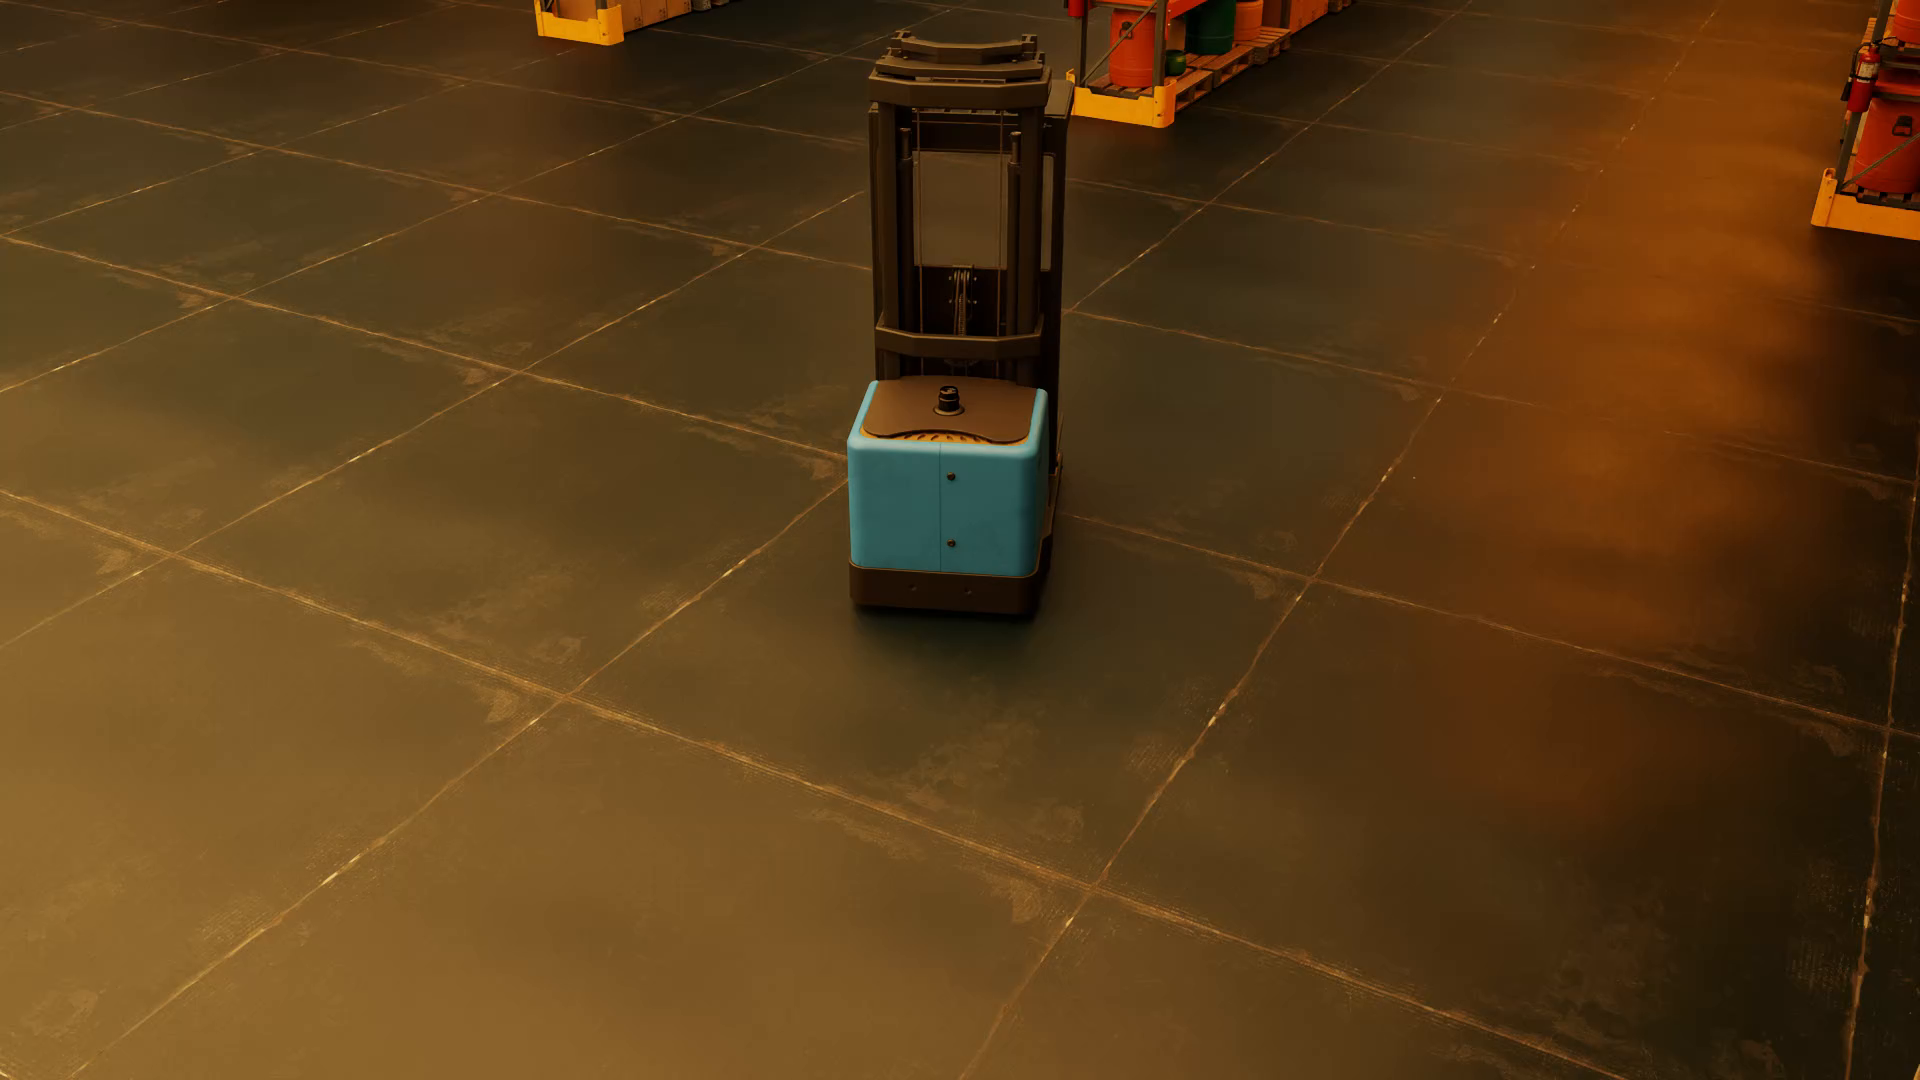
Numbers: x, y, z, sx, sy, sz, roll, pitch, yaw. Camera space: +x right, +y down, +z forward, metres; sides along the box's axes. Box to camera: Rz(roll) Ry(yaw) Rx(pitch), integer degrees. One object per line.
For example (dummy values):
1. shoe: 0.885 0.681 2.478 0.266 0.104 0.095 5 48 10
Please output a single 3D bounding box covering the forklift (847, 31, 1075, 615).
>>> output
1. forklift: 0.072 -1.572 9.794 1.130 2.935 3.031 3 30 6
